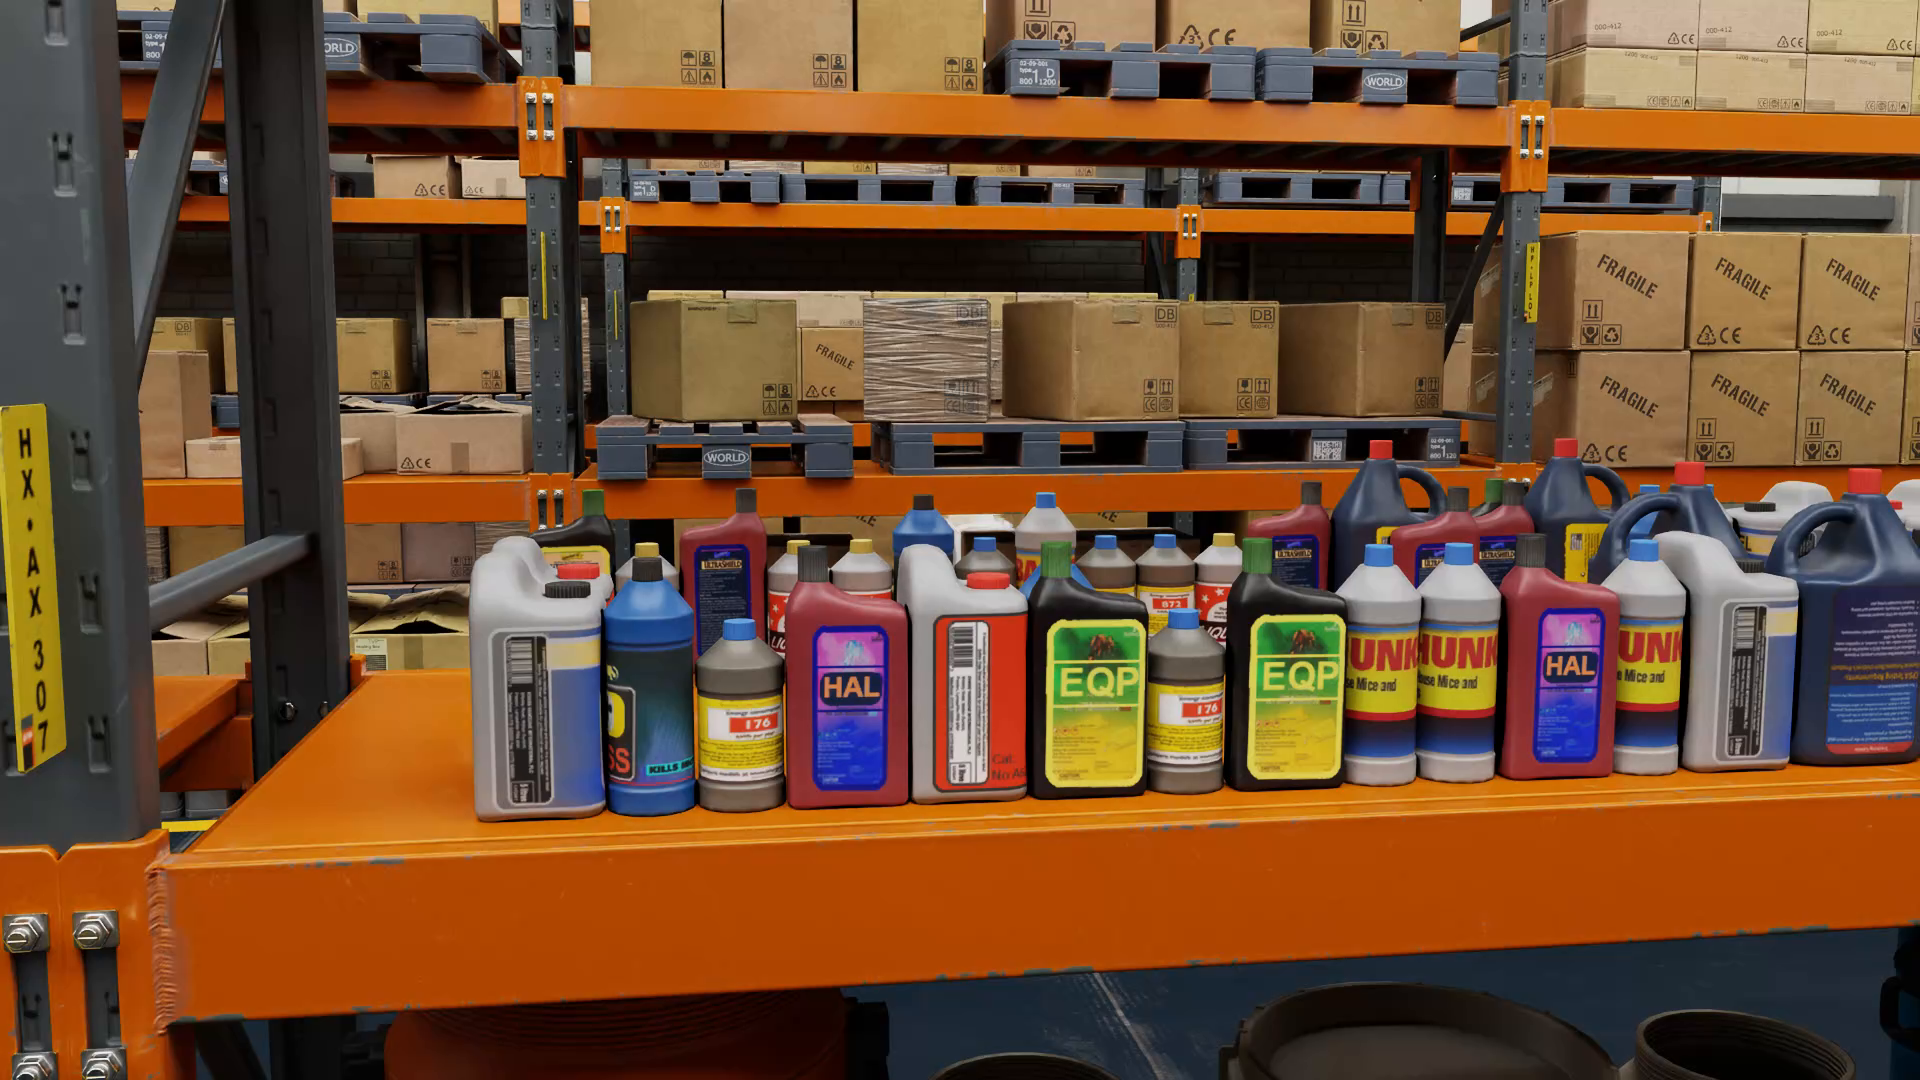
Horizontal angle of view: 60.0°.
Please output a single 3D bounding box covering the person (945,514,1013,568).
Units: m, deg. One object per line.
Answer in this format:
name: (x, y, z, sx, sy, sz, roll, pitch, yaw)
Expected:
person: (0.109, 0.233, 9.482, 0.558, 1.008, 0.899, -1, 7, -9)
